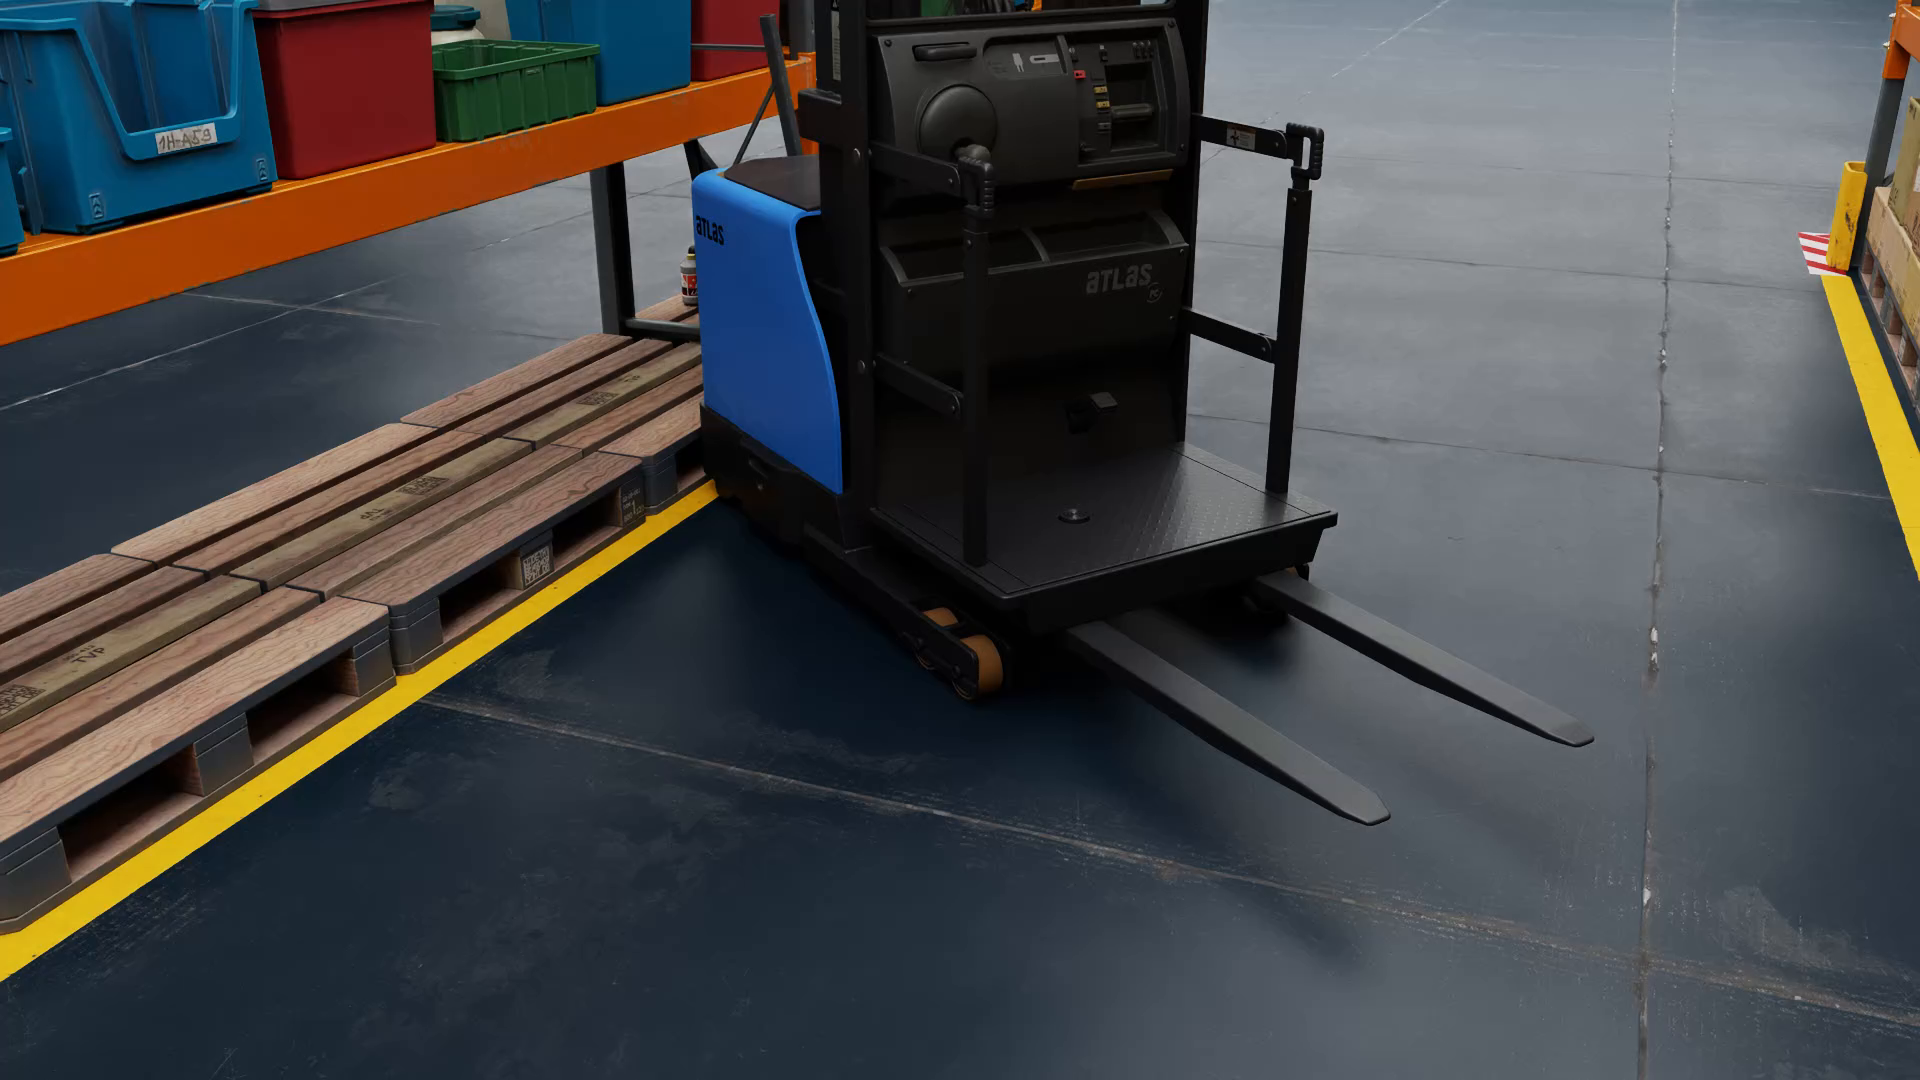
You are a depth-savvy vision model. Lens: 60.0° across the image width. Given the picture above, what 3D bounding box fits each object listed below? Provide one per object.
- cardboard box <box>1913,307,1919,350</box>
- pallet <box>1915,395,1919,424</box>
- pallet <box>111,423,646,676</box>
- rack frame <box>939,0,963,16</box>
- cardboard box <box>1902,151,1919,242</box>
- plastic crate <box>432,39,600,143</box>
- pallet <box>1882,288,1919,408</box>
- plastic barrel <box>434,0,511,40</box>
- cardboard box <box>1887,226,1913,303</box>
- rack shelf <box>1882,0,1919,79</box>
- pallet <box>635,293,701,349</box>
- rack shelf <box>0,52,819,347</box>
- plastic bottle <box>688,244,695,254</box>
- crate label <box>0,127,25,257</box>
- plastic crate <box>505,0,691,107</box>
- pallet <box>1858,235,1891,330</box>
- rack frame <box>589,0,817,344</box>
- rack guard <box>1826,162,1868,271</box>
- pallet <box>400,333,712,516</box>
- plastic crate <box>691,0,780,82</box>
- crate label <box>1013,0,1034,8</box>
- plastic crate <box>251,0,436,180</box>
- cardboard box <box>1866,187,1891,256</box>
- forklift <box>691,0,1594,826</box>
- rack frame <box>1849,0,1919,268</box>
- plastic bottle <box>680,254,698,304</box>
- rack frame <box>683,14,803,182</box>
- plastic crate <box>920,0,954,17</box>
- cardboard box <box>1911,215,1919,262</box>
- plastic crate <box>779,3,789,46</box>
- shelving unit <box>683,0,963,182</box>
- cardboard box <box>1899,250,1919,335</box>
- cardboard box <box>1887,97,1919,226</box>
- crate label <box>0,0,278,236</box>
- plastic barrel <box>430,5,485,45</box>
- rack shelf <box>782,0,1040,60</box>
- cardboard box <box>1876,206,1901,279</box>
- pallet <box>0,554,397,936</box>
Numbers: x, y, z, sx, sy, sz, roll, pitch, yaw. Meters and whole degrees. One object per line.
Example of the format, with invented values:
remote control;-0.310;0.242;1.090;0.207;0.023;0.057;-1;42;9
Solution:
cardboard box;3.947;-0.802;6.300;0.500;0.250;0.500;9;24;20
pallet;3.945;-0.313;5.725;1.003;0.211;1.213;9;24;20
pallet;-1.694;-0.020;5.024;1.003;0.211;1.213;9;24;20
rack frame;-0.113;-1.531;6.331;0.500;1.500;0.032;13;37;33
cardboard box;4.333;-1.503;7.007;0.500;0.500;0.500;9;24;20
plastic crate;-1.372;-1.270;4.673;0.450;0.188;0.662;9;24;20
pallet;4.396;-0.751;6.774;1.003;0.211;1.213;9;24;20
plastic barrel;-1.546;-1.783;5.451;0.433;0.535;0.433;0;23;0
cardboard box;4.322;-1.159;7.155;0.500;0.250;0.500;9;24;20
rack shelf;4.353;-1.705;6.372;1.077;0.370;4.000;9;24;20
pallet;-0.699;-0.979;7.320;1.003;0.211;1.213;9;24;20
rack shelf;-1.730;-0.984;4.647;1.077;0.370;4.000;9;24;20
plastic bottle;-1.115;-1.200;7.185;0.061;0.283;0.133;10;25;23
crate label;-1.968;-0.620;3.059;0.303;0.233;0.416;9;24;20
plastic crate;-1.108;-1.585;5.173;0.392;0.384;0.575;9;24;20
pallet;4.851;-1.186;7.815;1.003;0.211;1.213;9;24;20
rack frame;-0.987;-2.031;6.221;1.000;3.000;0.127;9;24;20
rack guard;5.105;-1.607;8.450;1.175;0.500;0.348;9;24;20
pallet;-1.243;-0.458;6.073;1.003;0.211;1.213;9;24;20
plastic crate;-0.883;-1.844;5.689;0.402;0.464;0.583;9;24;20
crate label;0.066;-2.782;7.972;0.502;0.435;0.616;9;24;20
plastic crate;-1.589;-1.164;4.062;0.402;0.464;0.583;9;24;20
cardboard box;4.691;-1.517;8.013;0.500;0.250;0.500;9;24;20
forklift;0.323;-1.146;4.191;1.130;2.935;3.031;-13;26;-28
rack frame;5.096;-2.752;7.947;1.000;3.000;0.127;9;24;20
plastic bottle;-1.142;-1.118;7.094;0.097;0.201;0.097;0;23;0
rack frame;-0.675;-1.028;5.649;0.500;1.500;0.032;13;37;33
plastic crate;-0.221;-2.379;7.328;0.450;0.188;0.662;9;24;20
cardboard box;4.131;-1.327;6.584;0.500;0.500;0.500;9;24;20
plastic crate;-0.675;-2.172;6.638;0.767;0.338;0.504;9;24;20
shelving unit;-0.399;-1.275;5.984;0.587;1.500;1.083;13;37;33
cardboard box;4.132;-0.981;6.729;0.500;0.250;0.500;9;24;20
cardboard box;4.507;-1.684;7.440;0.500;0.500;0.500;9;24;20
crate label;-1.853;-0.933;3.546;0.502;0.435;0.616;9;24;20
plastic barrel;-1.621;-1.516;5.167;0.301;0.262;0.301;0;23;0
rack shelf;-0.244;-2.415;8.073;1.077;0.370;4.000;9;24;20
cardboard box;4.508;-1.338;7.583;0.500;0.250;0.500;9;24;20
pallet;-2.149;0.415;3.982;1.003;0.211;1.213;9;24;20
